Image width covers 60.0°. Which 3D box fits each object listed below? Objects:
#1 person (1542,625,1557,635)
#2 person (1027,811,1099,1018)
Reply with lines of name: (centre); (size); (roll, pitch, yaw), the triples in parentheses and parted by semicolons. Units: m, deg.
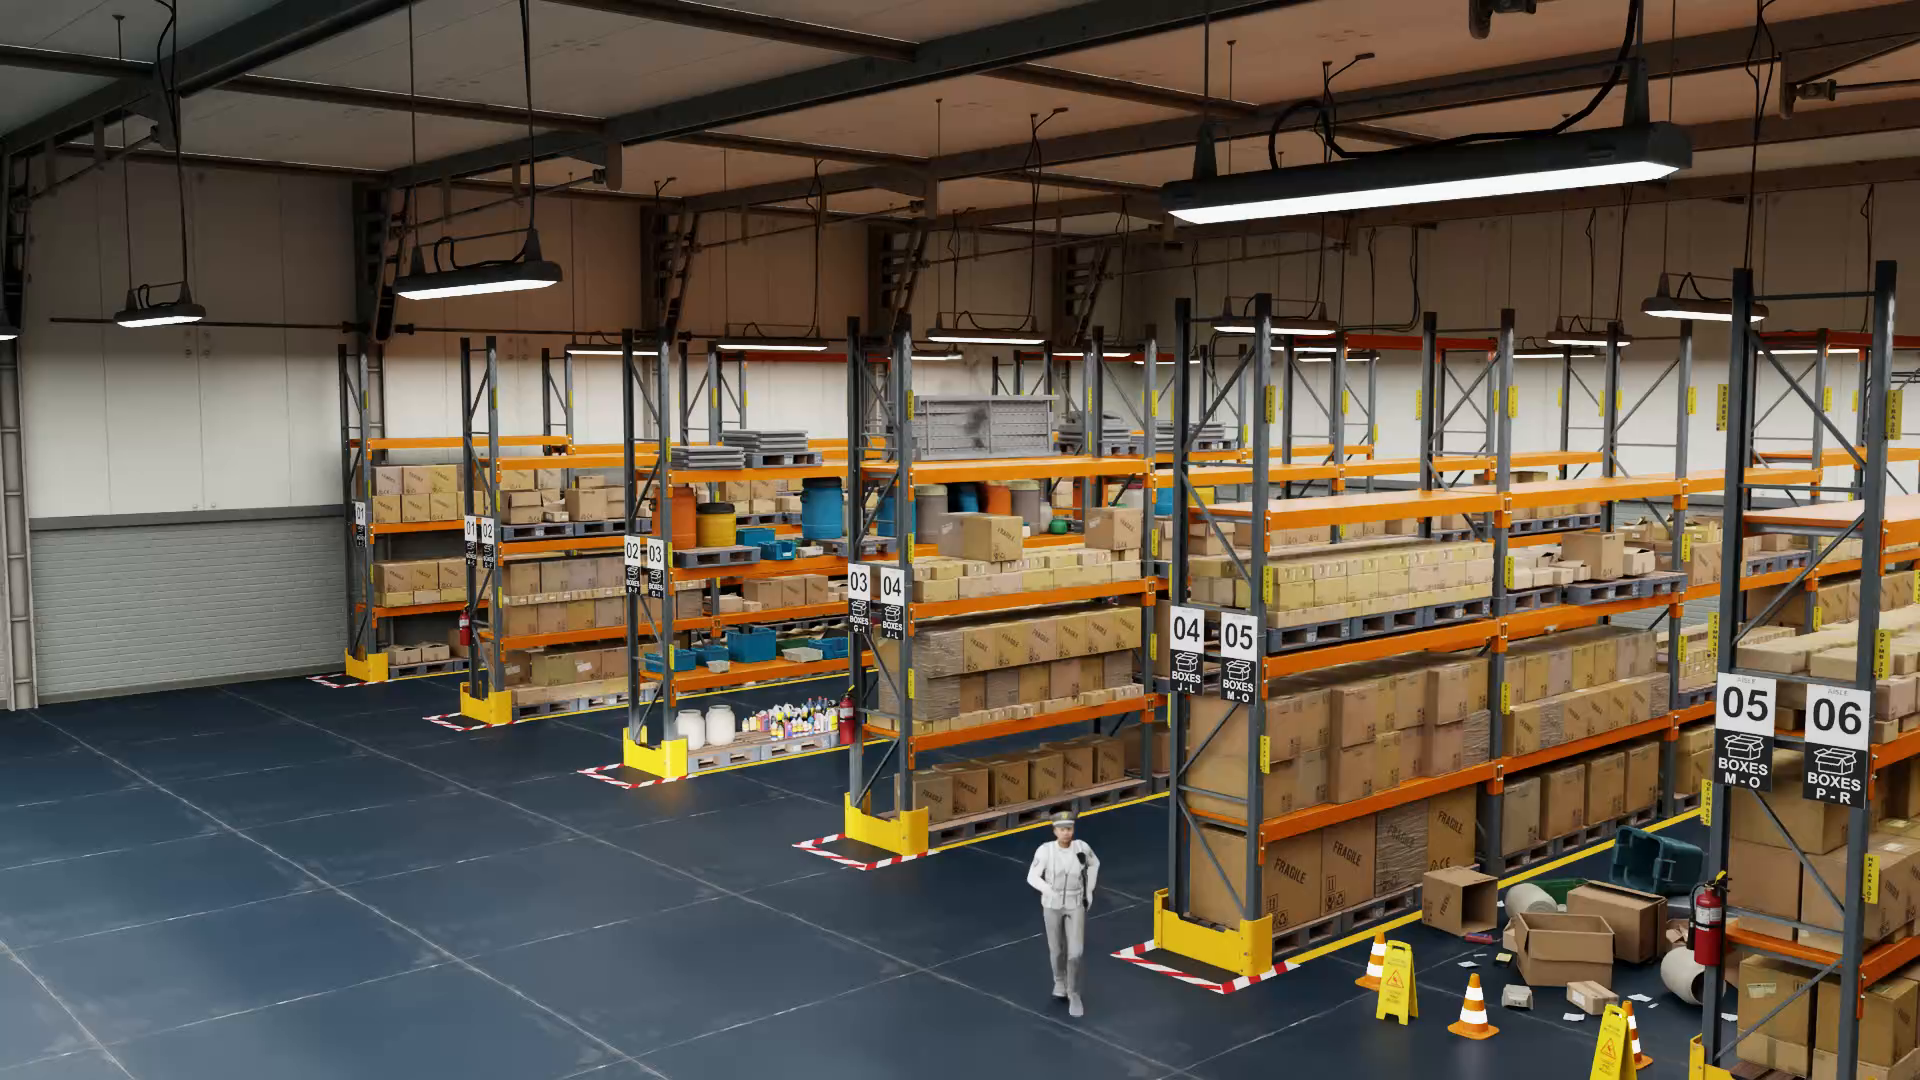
person: (8.922, 2.065, 25.114); (0.599, 1.668, 0.937); (5, 7, 42)
person: (0.863, 3.098, 13.868); (0.602, 1.740, 0.719); (0, 5, 3)
